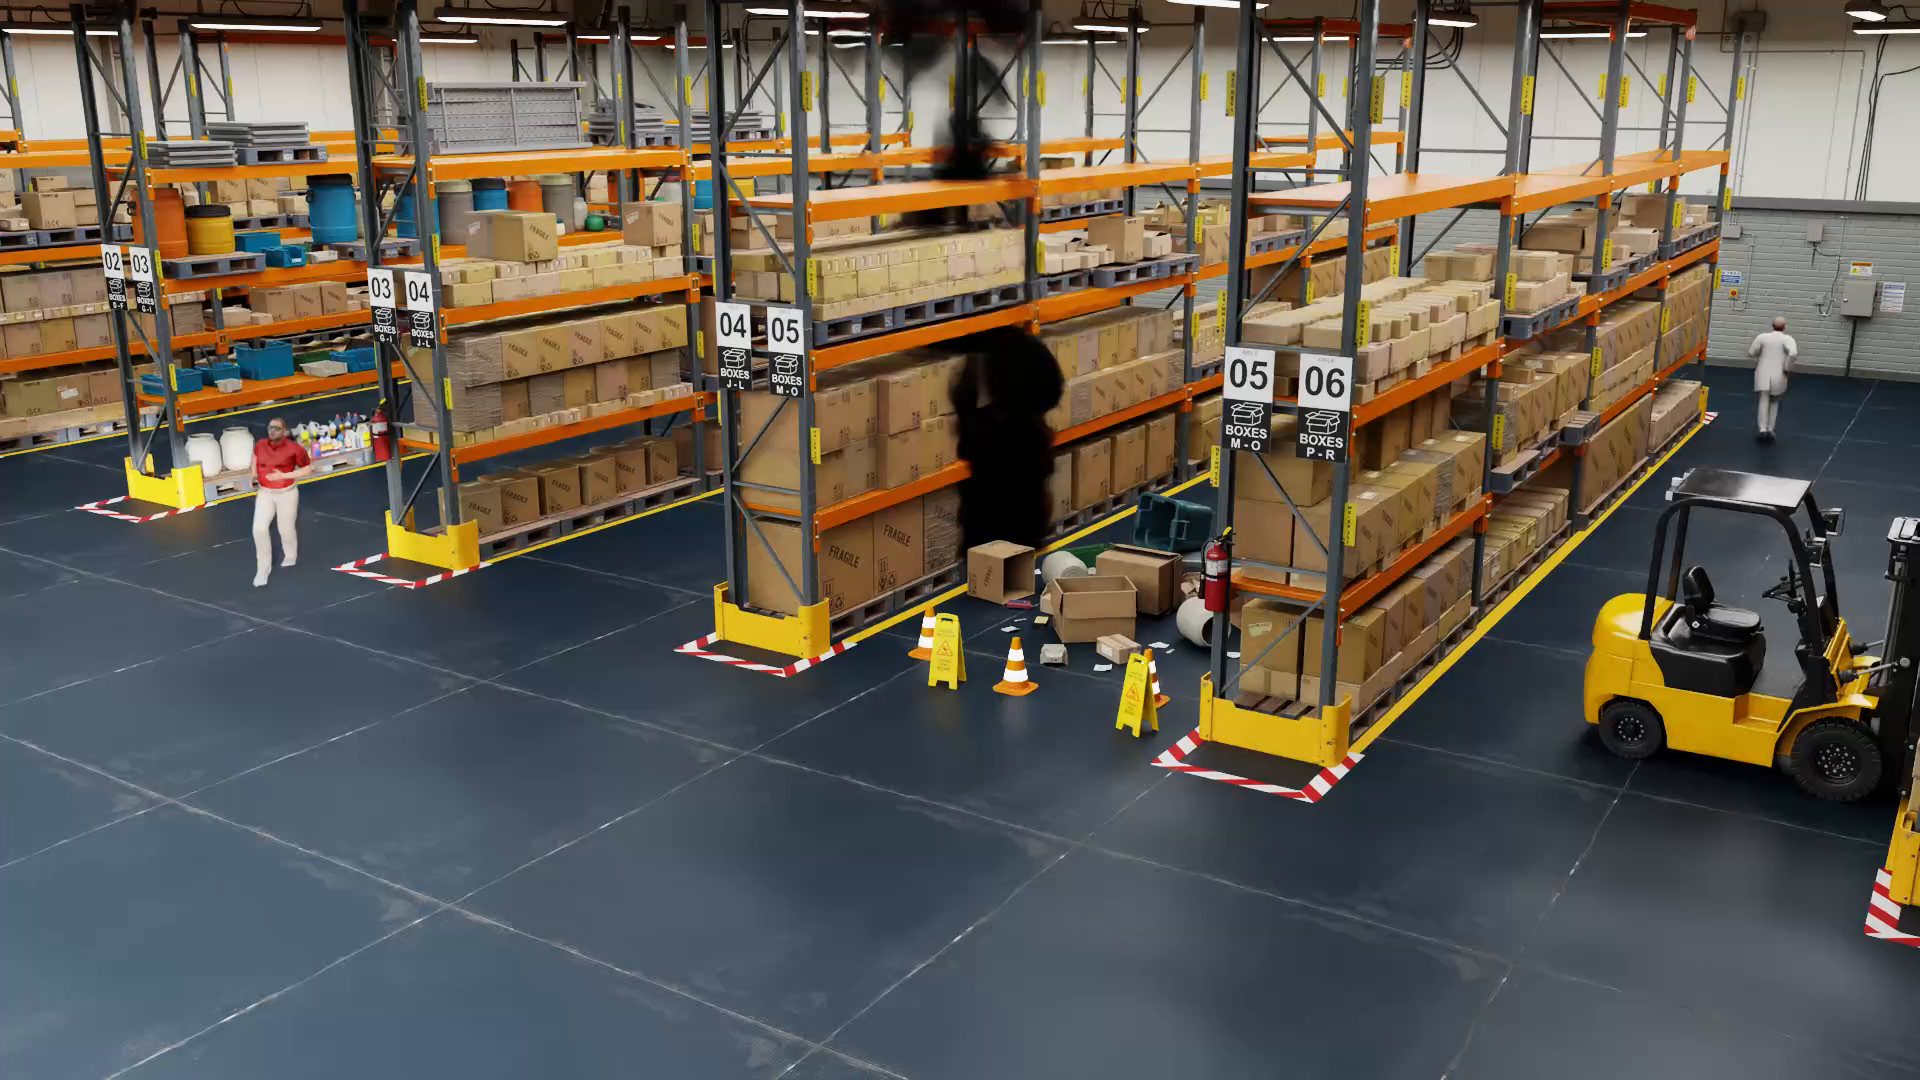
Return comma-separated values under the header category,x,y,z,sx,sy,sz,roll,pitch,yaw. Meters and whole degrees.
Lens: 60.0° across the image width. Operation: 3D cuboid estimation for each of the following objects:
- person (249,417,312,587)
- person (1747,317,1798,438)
category,x,y,z,sx,sy,sz,roll,pitch,yaw
person,-7.175,-0.435,17.645,0.680,1.785,0.779,-1,16,-2
person,11.852,-2.346,24.355,0.673,1.839,0.913,8,18,27
